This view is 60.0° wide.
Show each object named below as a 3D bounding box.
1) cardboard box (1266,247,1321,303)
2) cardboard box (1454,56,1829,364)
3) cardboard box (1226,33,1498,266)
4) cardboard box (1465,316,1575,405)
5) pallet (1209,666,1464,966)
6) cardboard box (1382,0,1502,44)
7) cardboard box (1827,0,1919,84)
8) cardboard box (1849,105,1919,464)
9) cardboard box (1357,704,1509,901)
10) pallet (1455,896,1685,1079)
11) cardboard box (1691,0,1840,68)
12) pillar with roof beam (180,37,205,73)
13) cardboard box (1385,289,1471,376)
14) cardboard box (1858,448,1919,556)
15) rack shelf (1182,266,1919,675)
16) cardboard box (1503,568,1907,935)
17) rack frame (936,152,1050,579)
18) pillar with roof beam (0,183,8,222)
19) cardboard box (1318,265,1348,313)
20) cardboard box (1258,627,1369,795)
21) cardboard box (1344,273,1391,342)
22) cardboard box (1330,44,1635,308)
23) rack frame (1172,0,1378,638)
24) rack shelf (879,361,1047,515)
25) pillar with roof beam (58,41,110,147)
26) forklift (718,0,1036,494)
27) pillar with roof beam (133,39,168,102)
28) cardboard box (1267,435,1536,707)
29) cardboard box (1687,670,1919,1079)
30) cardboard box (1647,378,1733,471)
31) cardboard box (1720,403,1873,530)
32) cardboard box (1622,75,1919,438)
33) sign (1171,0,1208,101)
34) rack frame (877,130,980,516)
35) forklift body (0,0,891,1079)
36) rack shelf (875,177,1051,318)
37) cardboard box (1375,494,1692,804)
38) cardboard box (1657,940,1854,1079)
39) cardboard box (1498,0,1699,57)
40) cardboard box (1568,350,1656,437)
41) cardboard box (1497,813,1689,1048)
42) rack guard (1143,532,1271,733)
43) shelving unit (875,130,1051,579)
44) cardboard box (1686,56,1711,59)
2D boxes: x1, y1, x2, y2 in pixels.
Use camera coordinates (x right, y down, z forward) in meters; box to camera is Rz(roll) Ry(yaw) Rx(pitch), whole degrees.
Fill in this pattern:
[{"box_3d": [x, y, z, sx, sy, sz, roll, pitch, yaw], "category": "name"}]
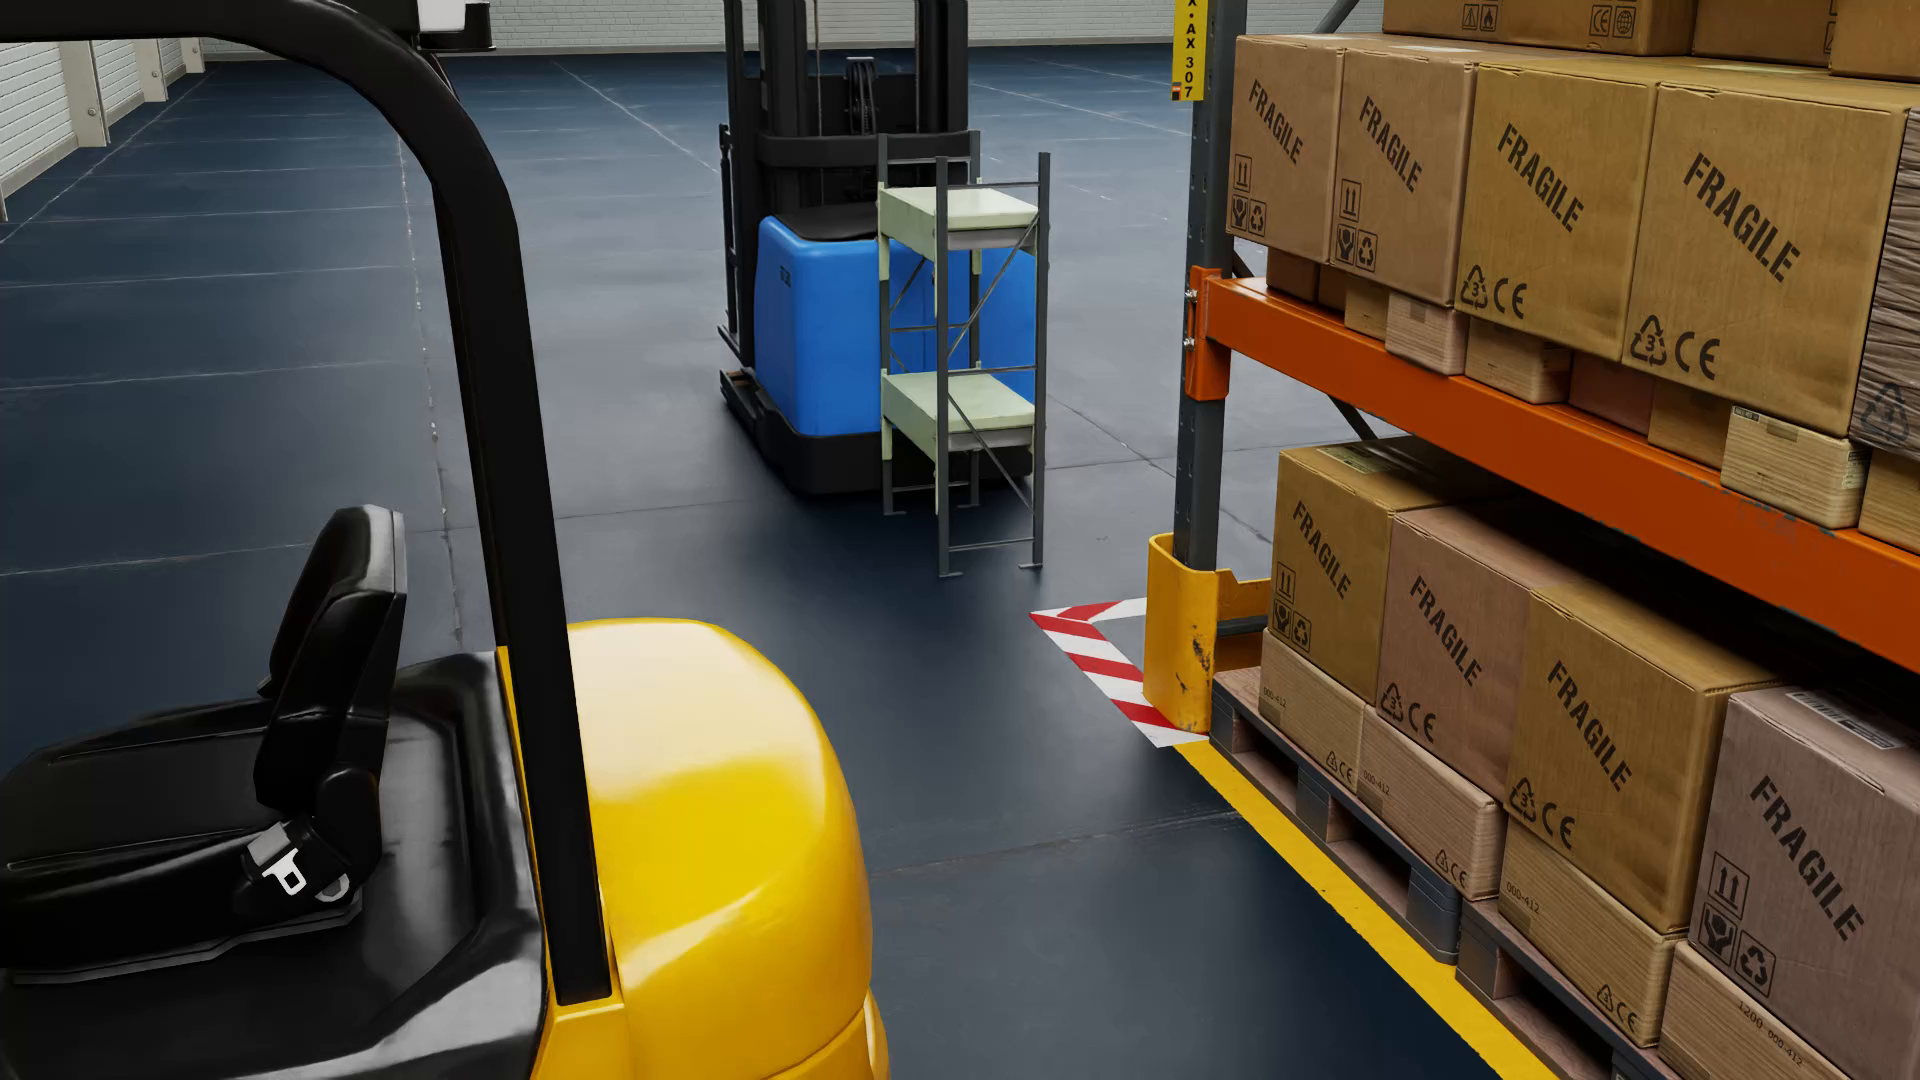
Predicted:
[{"box_3d": [1.039, -0.735, 4.396, 0.380, 0.149, 0.250, -6, 21, -17], "category": "cardboard box"}, {"box_3d": [1.341, -0.660, 3.229, 0.500, 0.500, 0.500, -7, 21, -18], "category": "cardboard box"}, {"box_3d": [1.014, -0.989, 4.146, 0.500, 0.500, 0.500, -7, 21, -18], "category": "cardboard box"}, {"box_3d": [1.287, -0.395, 3.452, 0.380, 0.149, 0.250, -6, 21, -16], "category": "cardboard box"}, {"box_3d": [1.374, 0.617, 4.385, 1.003, 0.211, 1.213, -6, 21, -17], "category": "pallet"}, {"box_3d": [1.496, -1.501, 4.090, 0.700, 0.500, 0.500, -7, 21, -19], "category": "cardboard box"}, {"box_3d": [1.931, -1.010, 2.724, 0.700, 0.500, 0.500, -7, 21, -18], "category": "cardboard box"}, {"box_3d": [1.674, -0.334, 2.321, 0.500, 0.500, 0.500, -6, 21, -16], "category": "cardboard box"}, {"box_3d": [1.273, 0.566, 3.851, 0.500, 0.250, 0.500, -6, 21, -15], "category": "cardboard box"}, {"box_3d": [1.754, 1.008, 3.297, 1.003, 0.211, 1.213, -6, 21, -17], "category": "pallet"}, {"box_3d": [1.906, -1.185, 3.210, 0.700, 0.500, 0.500, -7, 21, -18], "category": "cardboard box"}, {"box_3d": [-9.562, -13.044, 29.420, 9.100, 9.000, 0.400, -6, 21, -17], "category": "pillar with roof beam"}, {"box_3d": [1.174, -0.475, 3.673, 0.380, 0.149, 0.250, -6, 21, -16], "category": "cardboard box"}, {"box_3d": [1.621, -0.064, 2.528, 0.380, 0.149, 0.250, -7, 21, -18], "category": "cardboard box"}, {"box_3d": [1.757, -0.003, 3.053, 1.077, 0.370, 4.000, -6, 21, -17], "category": "rack shelf"}, {"box_3d": [1.446, 0.385, 3.245, 0.500, 0.500, 0.500, -6, 21, -16], "category": "cardboard box"}, {"box_3d": [0.113, -0.591, 5.842, 0.400, 1.500, 0.023, -6, 21, -17], "category": "rack frame"}, {"box_3d": [-3.904, -7.268, 13.338, 9.100, 9.000, 0.400, -6, 21, -17], "category": "pillar with roof beam"}, {"box_3d": [1.132, -0.655, 4.174, 0.380, 0.149, 0.250, -6, 21, -16], "category": "cardboard box"}, {"box_3d": [1.119, 0.401, 4.309, 0.500, 0.250, 0.500, -7, 21, -18], "category": "cardboard box"}, {"box_3d": [1.138, -0.561, 3.913, 0.380, 0.149, 0.250, -7, 21, -19], "category": "cardboard box"}, {"box_3d": [1.180, -0.823, 3.684, 0.500, 0.500, 0.500, -6, 21, -16], "category": "cardboard box"}, {"box_3d": [1.128, -0.984, 4.718, 1.000, 3.000, 0.127, -6, 21, -17], "category": "rack frame"}, {"box_3d": [-0.002, -0.401, 6.279, 0.431, 0.370, 0.720, -6, 21, -17], "category": "rack shelf"}, {"box_3d": [-5.790, -9.193, 18.699, 9.100, 9.000, 0.400, -6, 21, -17], "category": "pillar with roof beam"}, {"box_3d": [-0.569, -2.029, 7.729, 1.130, 2.935, 3.031, -6, 21, -15], "category": "forklift"}, {"box_3d": [-7.676, -11.119, 24.059, 9.100, 9.000, 0.400, -6, 21, -17], "category": "pillar with roof beam"}, {"box_3d": [1.127, 0.056, 4.161, 0.500, 0.500, 0.500, -7, 21, -19], "category": "cardboard box"}, {"box_3d": [1.622, 0.555, 2.770, 0.500, 0.500, 0.500, -5, 20, -14], "category": "cardboard box"}, {"box_3d": [1.482, -0.229, 2.989, 0.380, 0.149, 0.250, -7, 21, -19], "category": "cardboard box"}, {"box_3d": [1.505, -0.142, 2.747, 0.380, 0.149, 0.250, -6, 21, -17], "category": "cardboard box"}, {"box_3d": [1.509, -0.498, 2.777, 0.500, 0.500, 0.500, -7, 21, -18], "category": "cardboard box"}, {"box_3d": [0.613, -1.333, 4.411, 0.100, 0.325, 0.005, -6, 21, -17], "category": "sign"}, {"box_3d": [-0.117, -0.825, 6.496, 0.400, 1.500, 0.023, -6, 21, -17], "category": "rack frame"}, {"box_3d": [-1.255, 0.359, 2.235, 2.313, 2.155, 1.214, -6, 21, -17], "category": "forklift body"}, {"box_3d": [-0.002, -1.075, 6.037, 0.431, 0.370, 0.720, -6, 21, -17], "category": "rack shelf"}, {"box_3d": [1.296, 0.223, 3.696, 0.500, 0.500, 0.500, -7, 21, -19], "category": "cardboard box"}, {"box_3d": [1.612, 0.902, 2.915, 0.500, 0.250, 0.500, -6, 21, -16], "category": "cardboard box"}, {"box_3d": [1.648, -1.337, 3.636, 0.700, 0.500, 0.500, -6, 21, -17], "category": "cardboard box"}, {"box_3d": [1.427, -0.317, 3.233, 0.380, 0.149, 0.250, -6, 21, -15], "category": "cardboard box"}, {"box_3d": [1.456, 0.739, 3.367, 0.500, 0.250, 0.500, -5, 20, -14], "category": "cardboard box"}, {"box_3d": [1.152, 0.217, 5.073, 1.175, 0.500, 0.348, -6, 21, -17], "category": "rack guard"}, {"box_3d": [-0.002, -0.708, 6.169, 0.431, 1.500, 0.755, -6, 21, -17], "category": "shelving unit"}, {"box_3d": [1.713, -0.865, 3.799, 0.500, 0.500, 0.500, -6, 21, -17], "category": "cardboard box"}]
